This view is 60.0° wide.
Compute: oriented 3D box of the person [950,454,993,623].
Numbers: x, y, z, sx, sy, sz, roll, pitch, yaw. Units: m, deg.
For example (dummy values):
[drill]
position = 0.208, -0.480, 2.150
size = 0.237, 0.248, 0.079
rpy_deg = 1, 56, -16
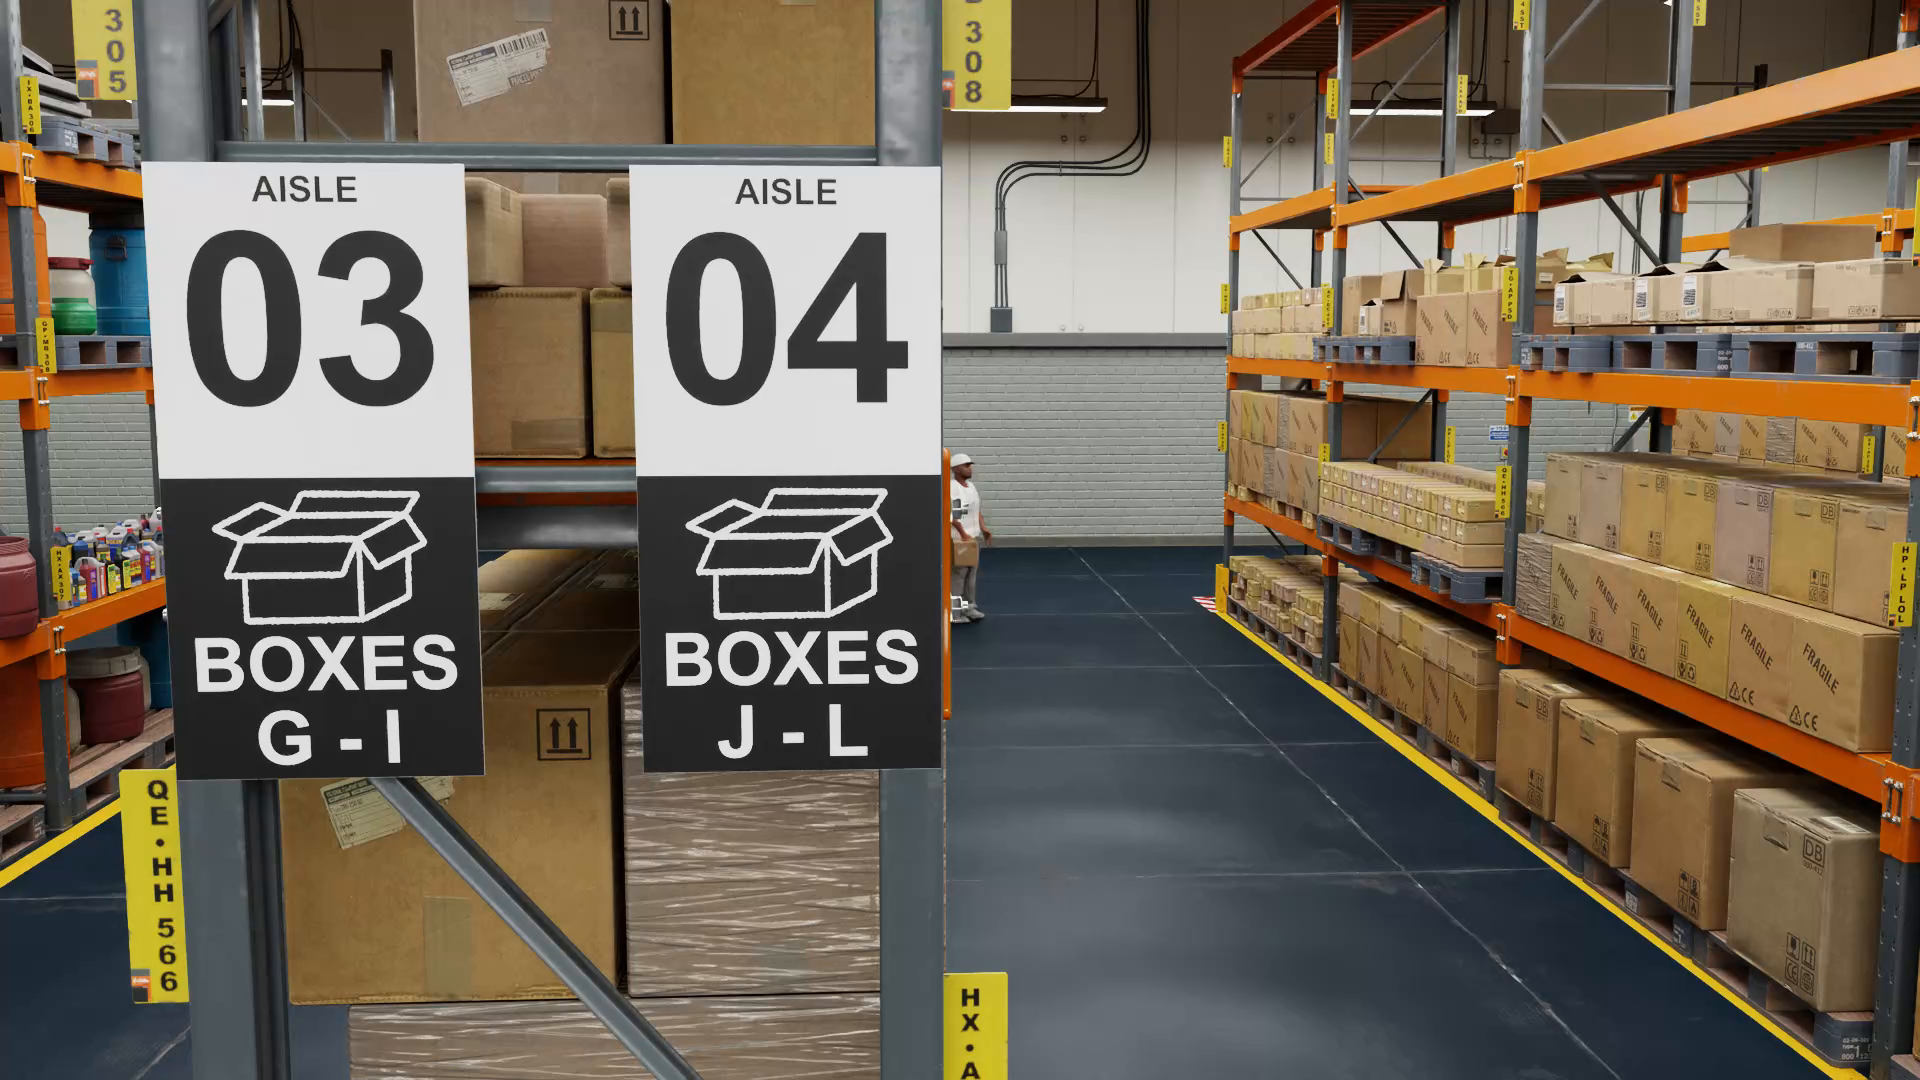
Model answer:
[person]
position = 0.061, -0.028, 17.754
size = 0.487, 1.776, 0.605
rpy_deg = 4, 8, 31
